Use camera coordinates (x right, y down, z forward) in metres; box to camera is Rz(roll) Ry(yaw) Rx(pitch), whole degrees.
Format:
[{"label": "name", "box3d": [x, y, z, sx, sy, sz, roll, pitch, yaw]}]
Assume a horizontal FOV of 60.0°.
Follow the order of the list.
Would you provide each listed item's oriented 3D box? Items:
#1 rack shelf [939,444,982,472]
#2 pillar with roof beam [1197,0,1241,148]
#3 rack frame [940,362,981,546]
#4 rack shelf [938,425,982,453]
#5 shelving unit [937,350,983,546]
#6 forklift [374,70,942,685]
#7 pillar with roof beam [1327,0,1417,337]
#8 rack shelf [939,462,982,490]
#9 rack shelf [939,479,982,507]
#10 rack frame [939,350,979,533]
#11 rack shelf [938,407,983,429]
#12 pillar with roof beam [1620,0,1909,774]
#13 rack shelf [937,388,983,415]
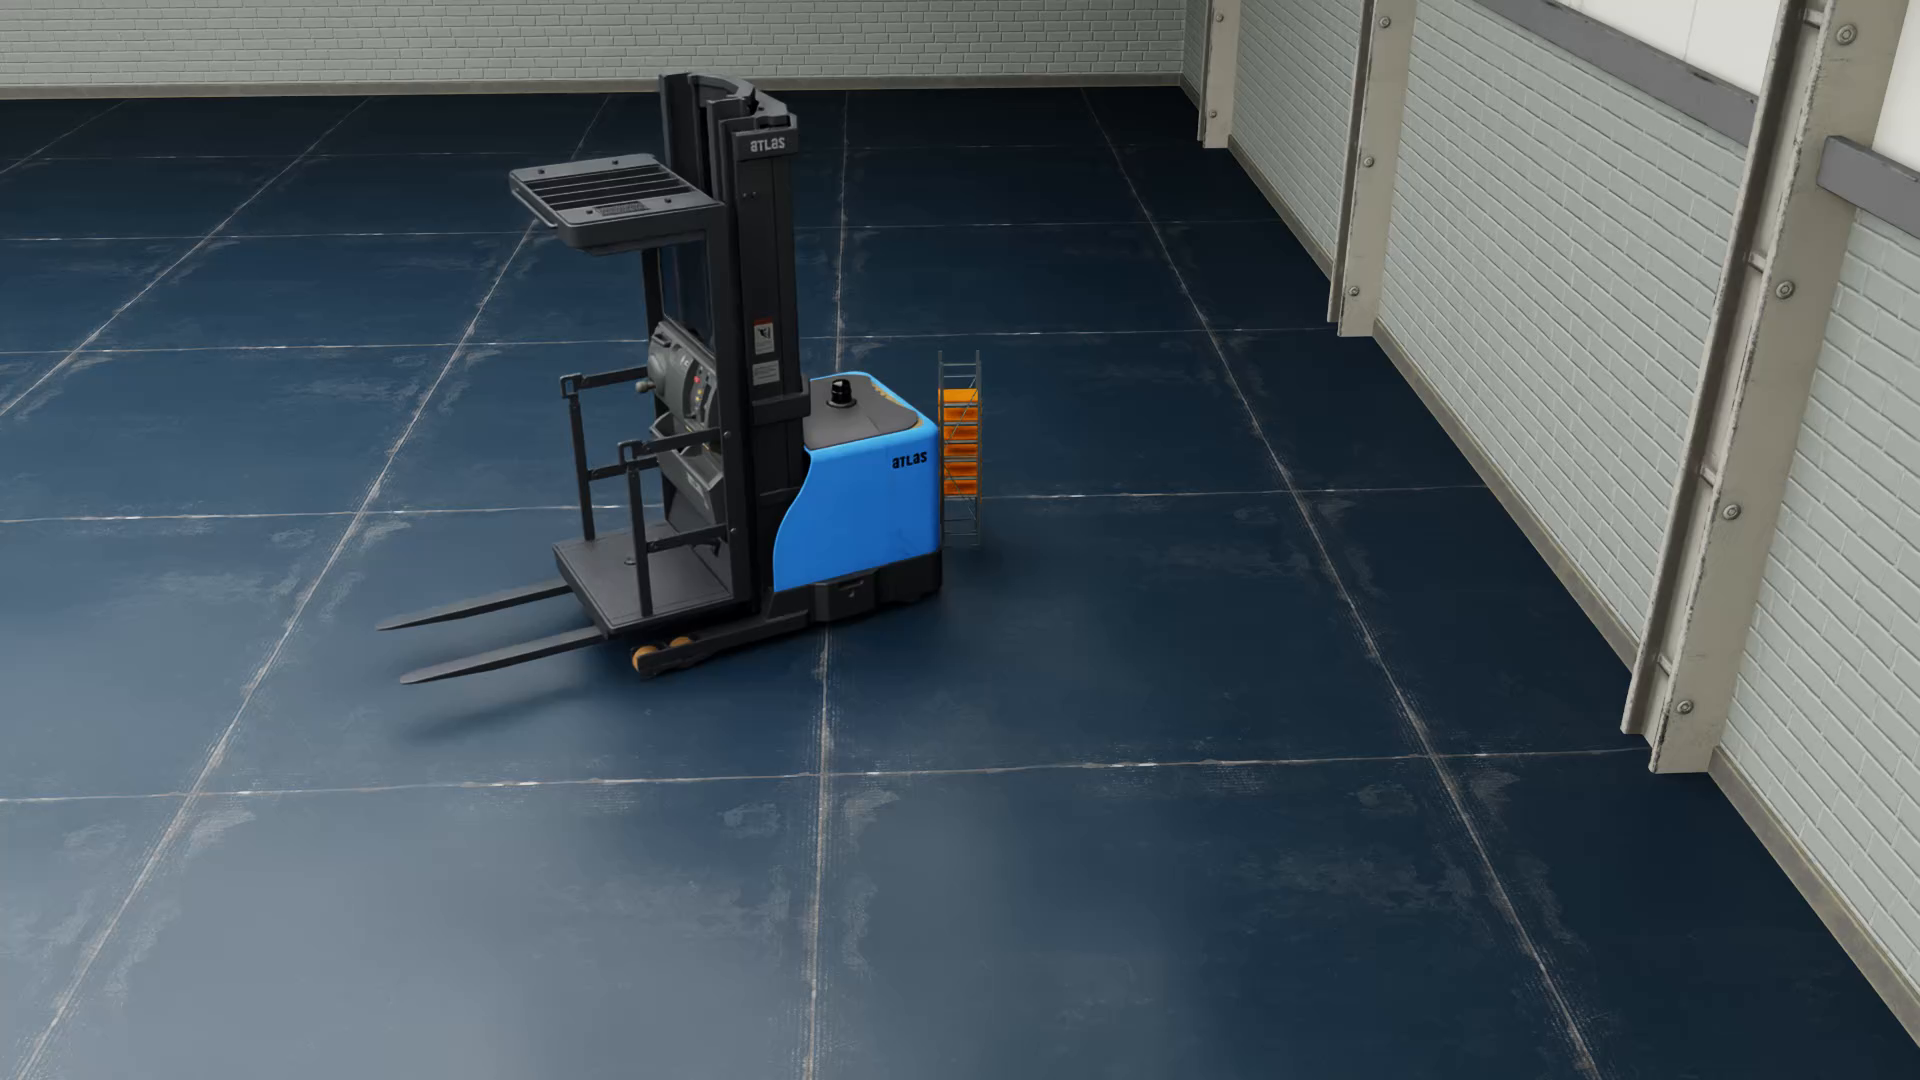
[{"label": "rack shelf", "box3d": [-0.001, -0.499, 10.006, 0.258, 0.103, 0.180, -1, 28, -3]}, {"label": "pillar with roof beam", "box3d": [-1.418, -8.389, 16.604, 9.100, 9.000, 0.400, -1, 28, -3]}, {"label": "rack frame", "box3d": [0.004, -0.496, 9.904, 0.240, 1.200, 0.006, -1, 28, -3]}, {"label": "rack shelf", "box3d": [-0.001, -0.606, 9.950, 0.258, 0.103, 0.180, -1, 28, -3]}, {"label": "shelving unit", "box3d": [-0.001, -0.539, 9.985, 0.258, 1.200, 0.189, -1, 28, -3]}, {"label": "forklift", "box3d": [-1.646, -0.847, 8.705, 3.031, 2.935, 1.130, -14, 31, -25]}, {"label": "pillar with roof beam", "box3d": [-1.104, -5.619, 11.292, 9.100, 9.000, 0.400, -1, 28, -3]}, {"label": "rack shelf", "box3d": [-0.001, -0.393, 10.061, 0.258, 0.103, 0.180, -1, 28, -3]}, {"label": "rack shelf", "box3d": [-0.001, -0.286, 10.117, 0.258, 0.103, 0.180, -1, 28, -3]}, {"label": "rack frame", "box3d": [-0.006, -0.581, 10.066, 0.240, 1.200, 0.006, -1, 28, -3]}, {"label": "rack shelf", "box3d": [-0.001, -0.712, 9.895, 0.258, 0.103, 0.180, -1, 28, -3]}, {"label": "pillar with roof beam", "box3d": [-0.791, -2.848, 5.979, 9.100, 9.000, 0.400, -1, 28, -3]}, {"label": "rack shelf", "box3d": [-0.001, -0.818, 9.839, 0.258, 0.103, 0.180, -1, 28, -3]}]
